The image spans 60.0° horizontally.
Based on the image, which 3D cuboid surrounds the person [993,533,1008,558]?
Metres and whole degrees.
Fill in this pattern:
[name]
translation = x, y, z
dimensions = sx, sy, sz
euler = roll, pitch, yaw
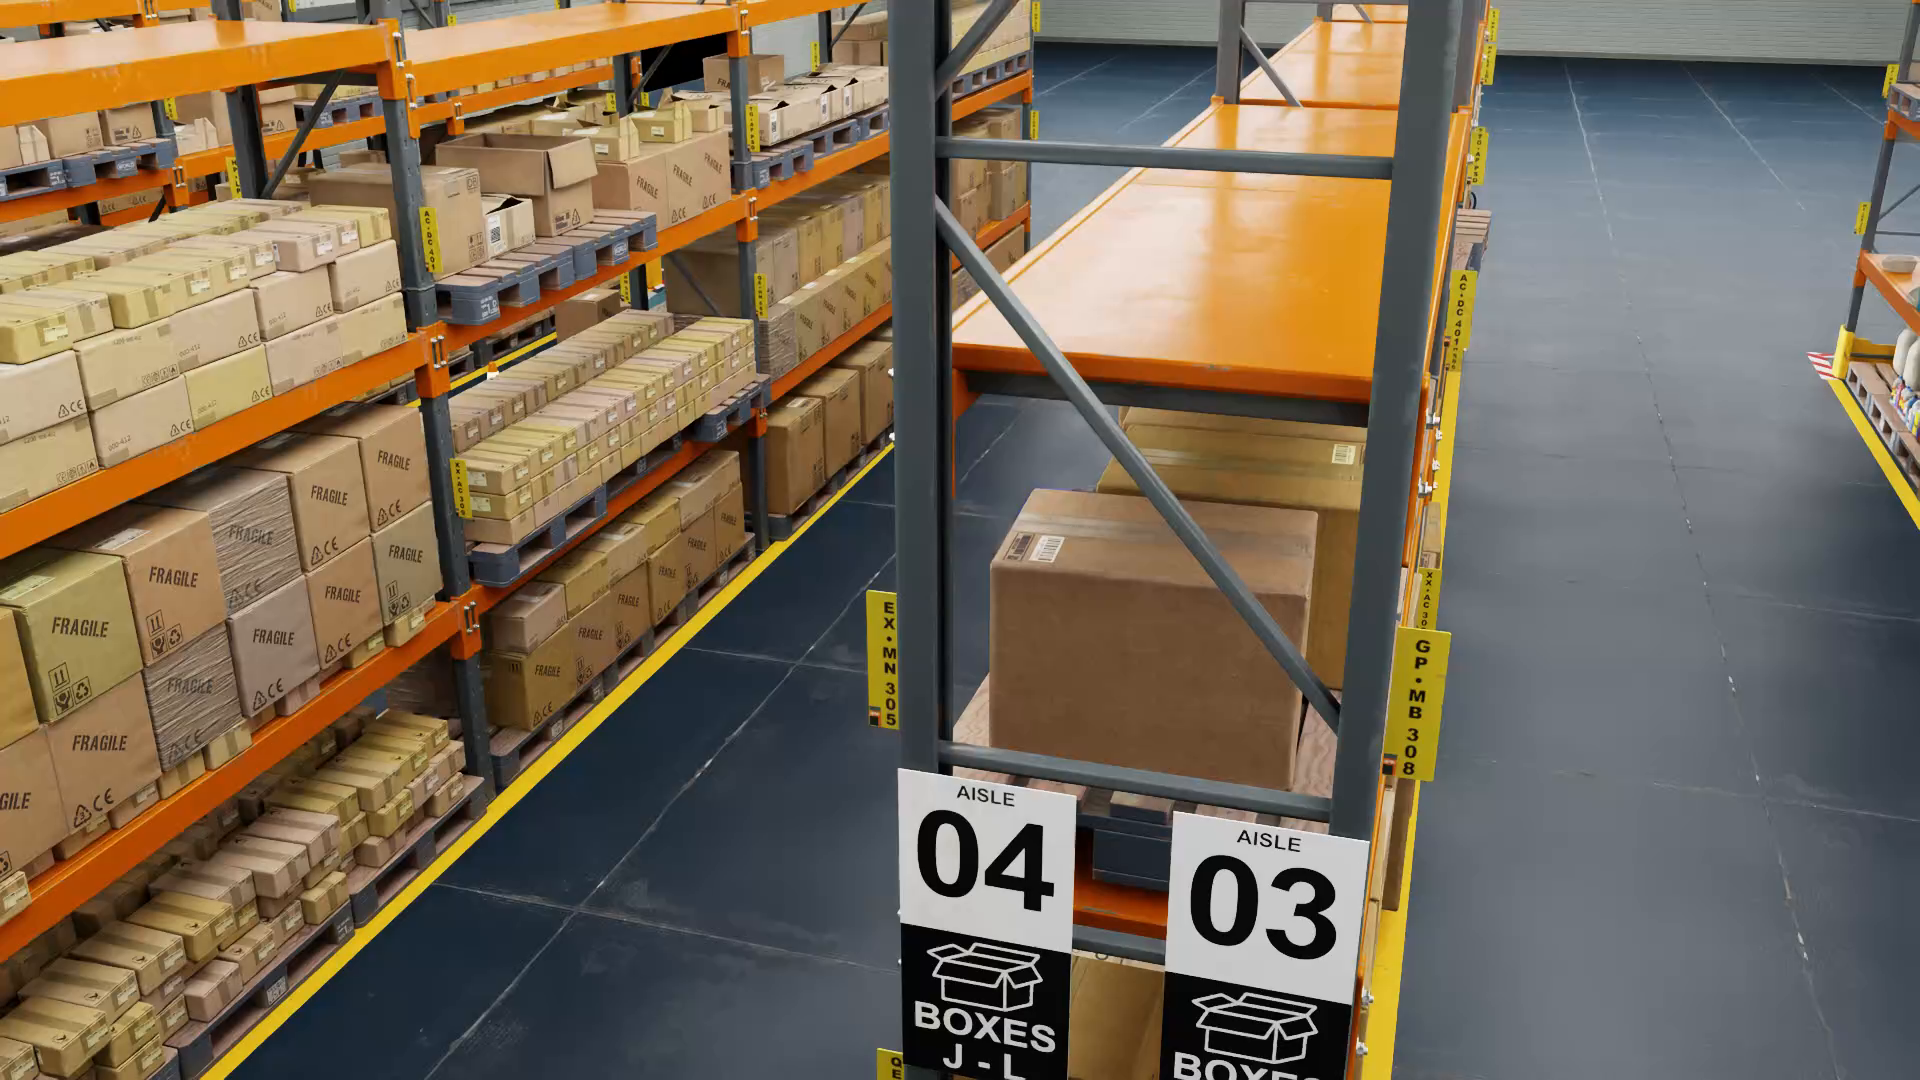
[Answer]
[person]
translation = 0.644, 0.129, 11.755
dimensions = 0.799, 0.932, 0.475
euler = 6, 23, 15
